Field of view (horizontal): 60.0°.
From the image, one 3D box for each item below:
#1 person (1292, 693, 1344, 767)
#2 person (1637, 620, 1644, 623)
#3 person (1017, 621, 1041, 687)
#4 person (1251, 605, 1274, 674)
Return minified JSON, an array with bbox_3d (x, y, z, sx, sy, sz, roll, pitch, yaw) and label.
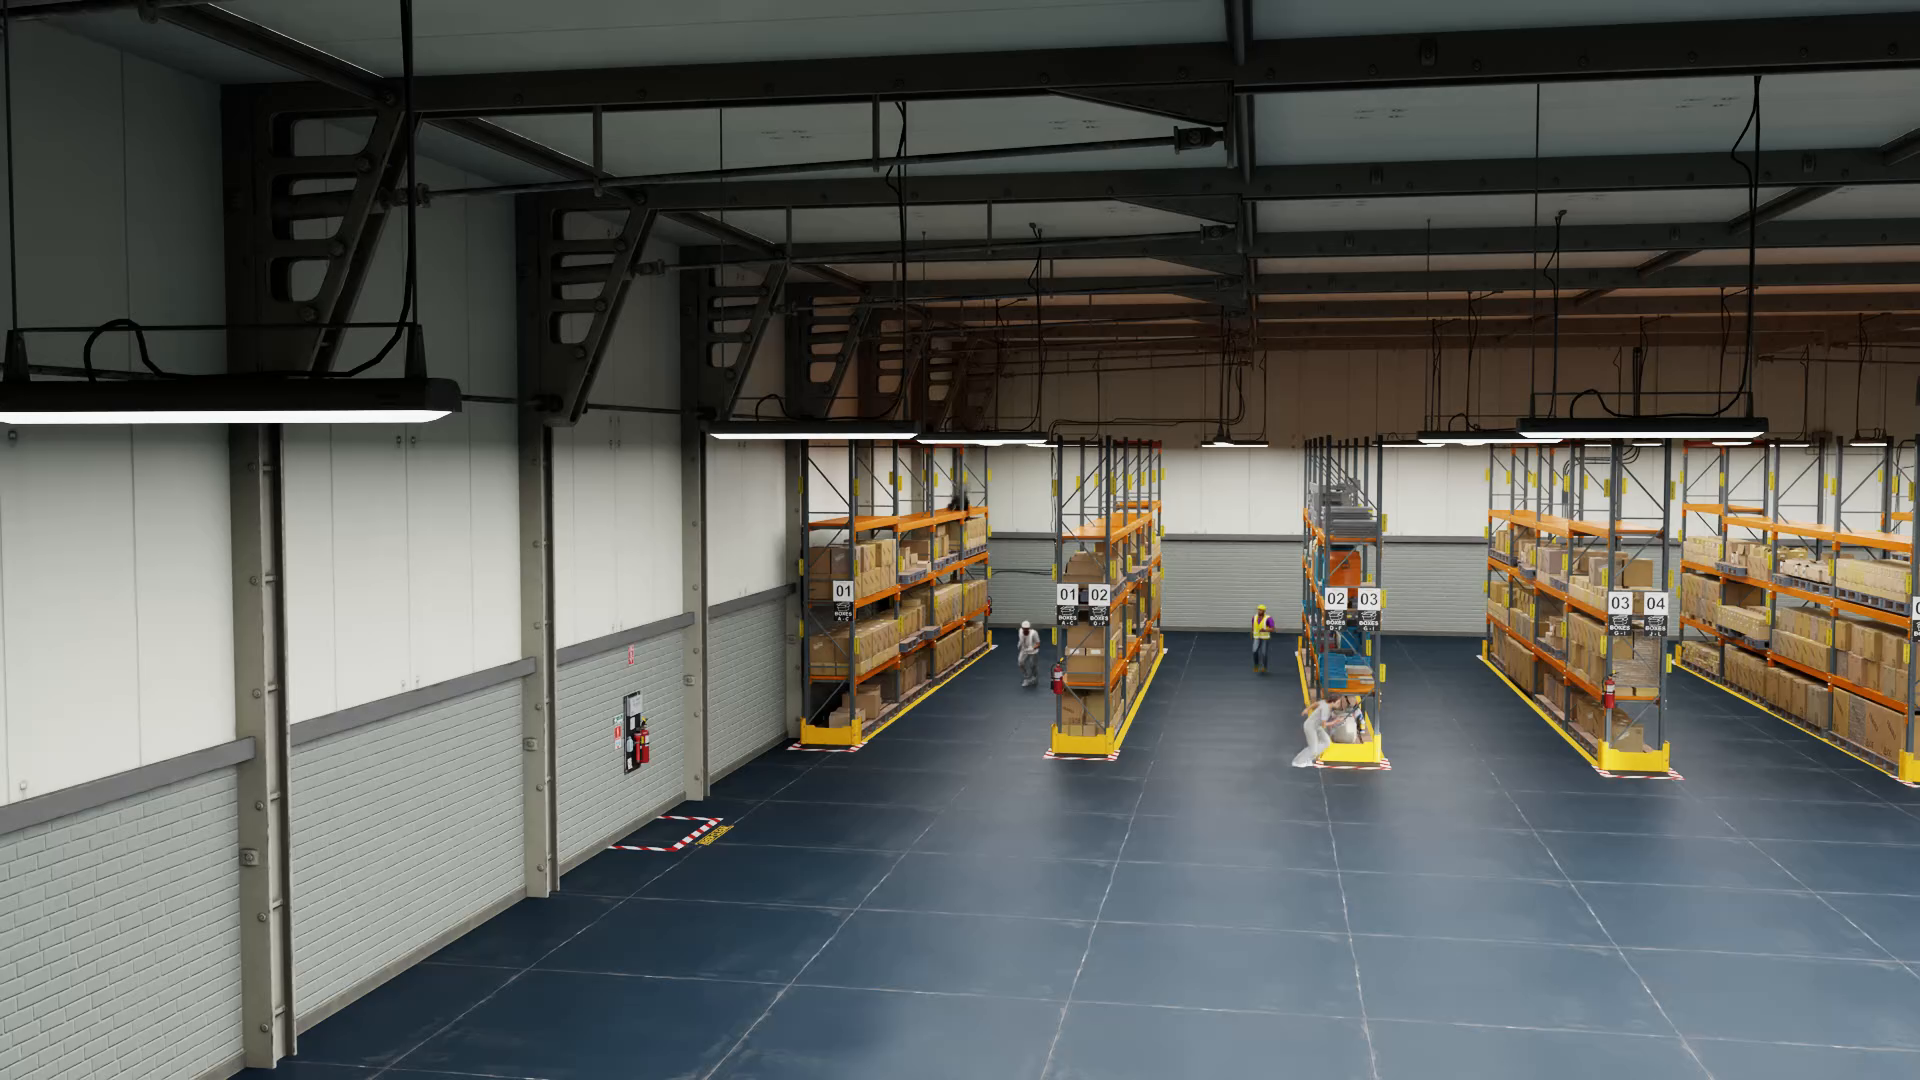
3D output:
[{"bbox_3d":[6.407,3.406,29.760,0.958,1.387,0.564,1,3,24],"label":"person"},{"bbox_3d":[18.923,2.362,46.269,0.714,1.743,0.589,3,4,44],"label":"person"},{"bbox_3d":[1.694,2.717,40.313,0.716,1.601,1.096,1,3,23],"label":"person"},{"bbox_3d":[7.718,2.544,42.519,0.655,1.785,0.714,1,3,26],"label":"person"}]
